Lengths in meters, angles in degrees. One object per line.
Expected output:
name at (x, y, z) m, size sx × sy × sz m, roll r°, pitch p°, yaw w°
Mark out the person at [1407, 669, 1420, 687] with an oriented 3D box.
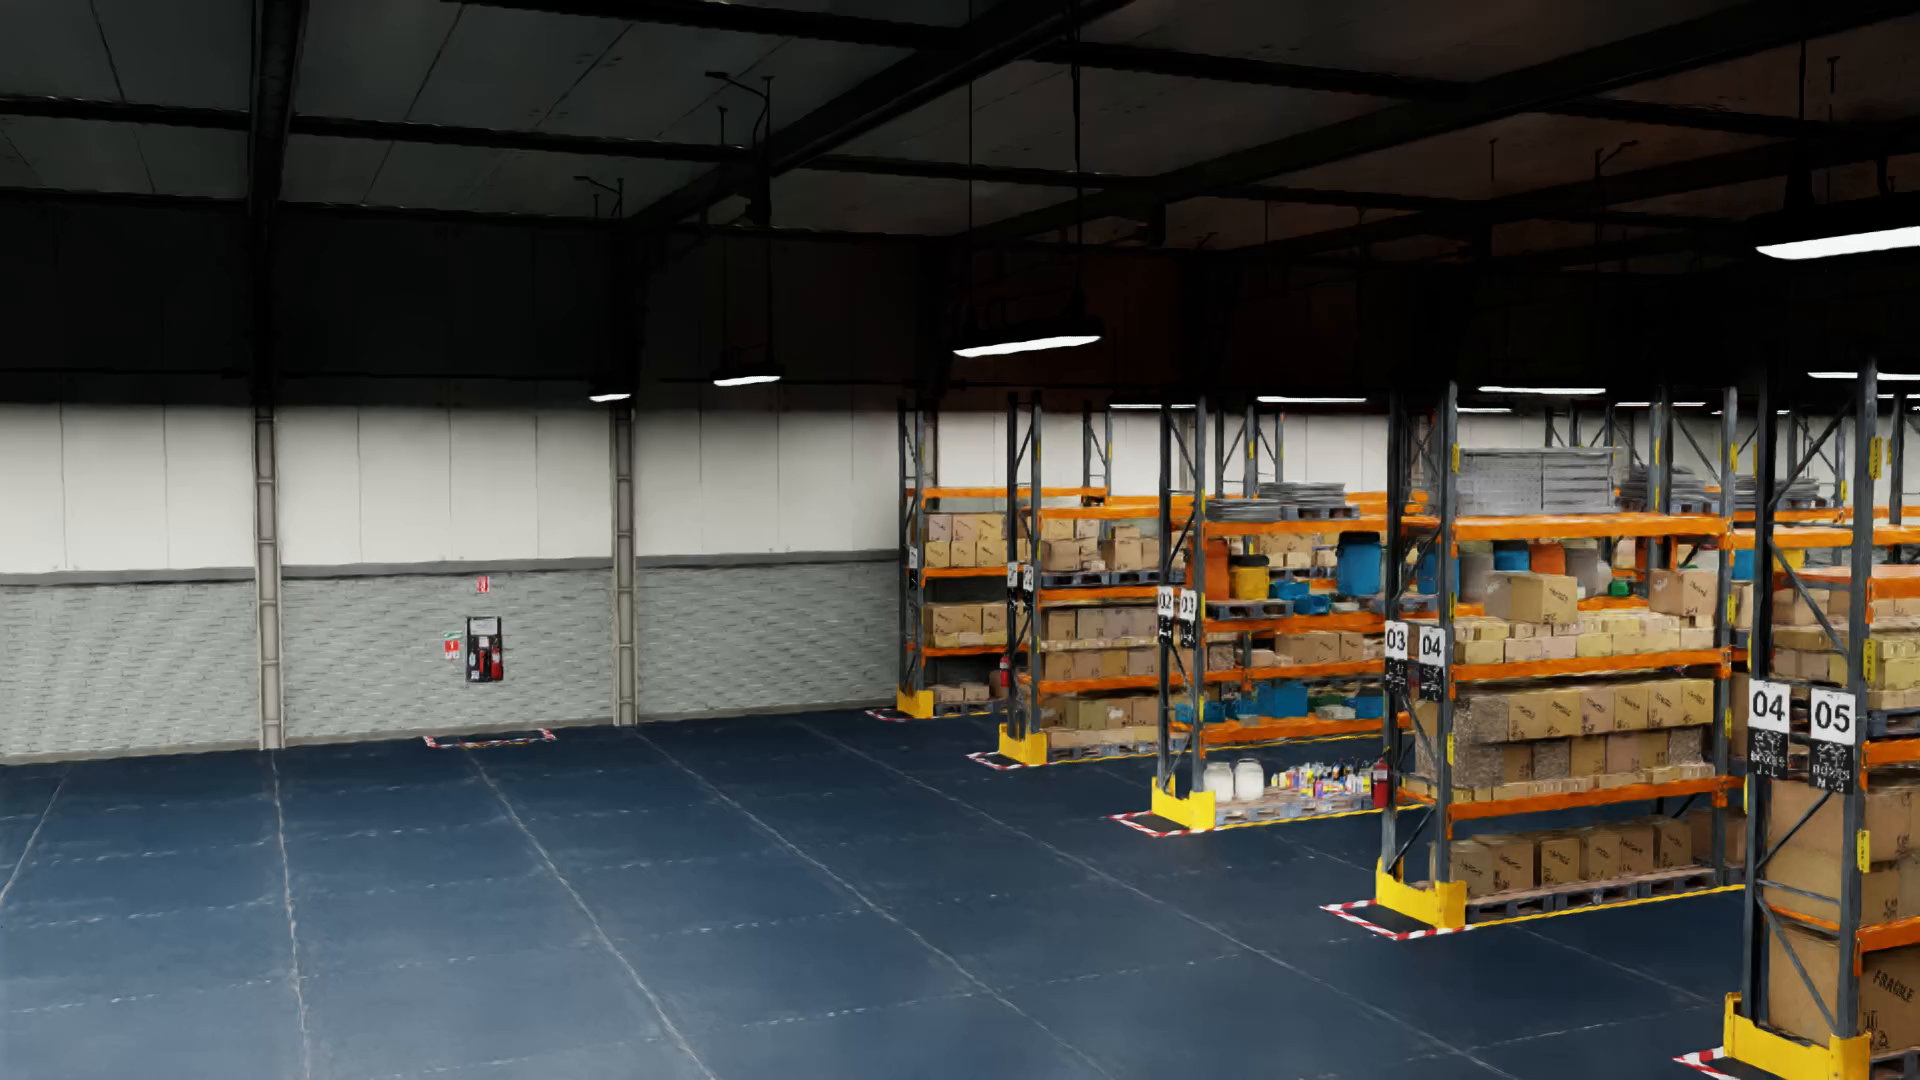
person at (9.440, 2.351, 34.391) m, size 1.090 × 1.565 × 0.482 m, roll -2°, pitch 4°, yaw -25°
